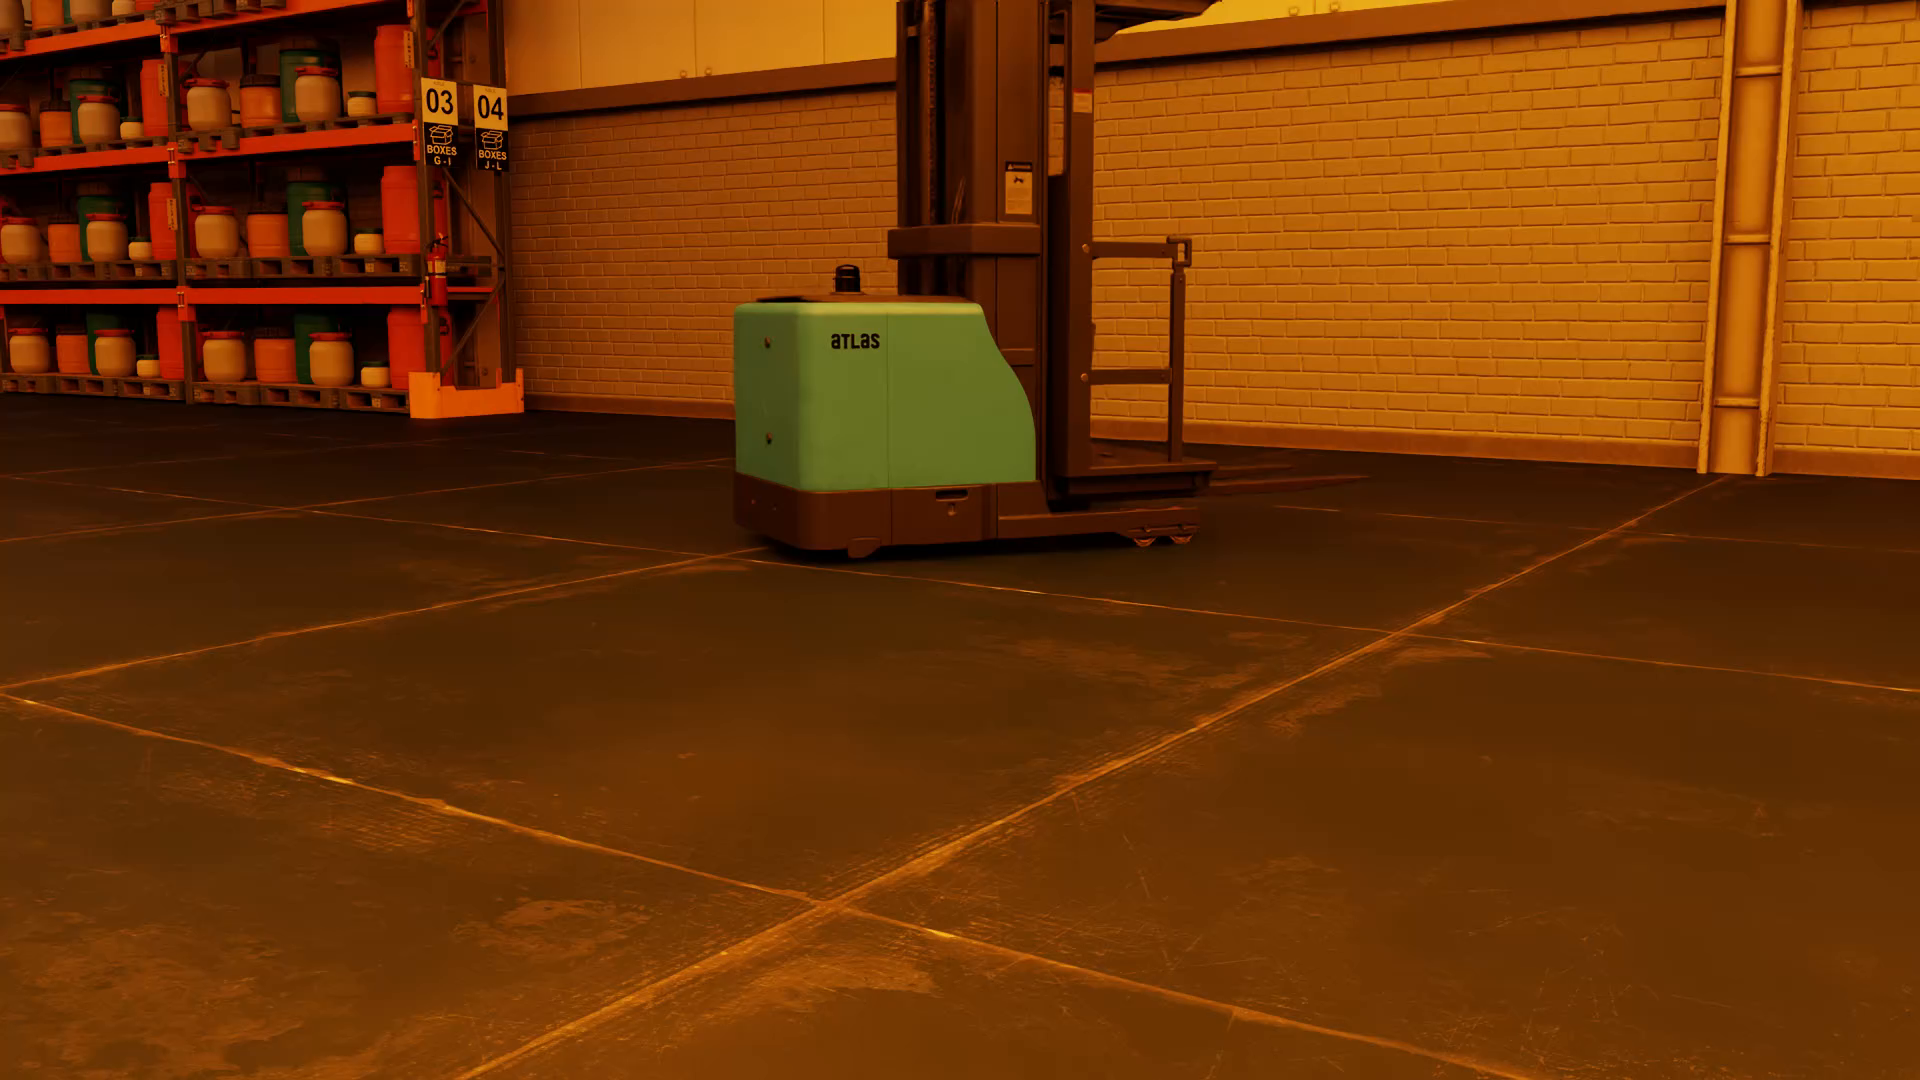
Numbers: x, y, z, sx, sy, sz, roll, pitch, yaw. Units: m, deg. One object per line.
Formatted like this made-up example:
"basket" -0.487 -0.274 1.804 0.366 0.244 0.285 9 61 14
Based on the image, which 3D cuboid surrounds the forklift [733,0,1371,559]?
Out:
"forklift" 0.518 -1.491 7.675 3.031 2.935 1.130 -4 9 -25
